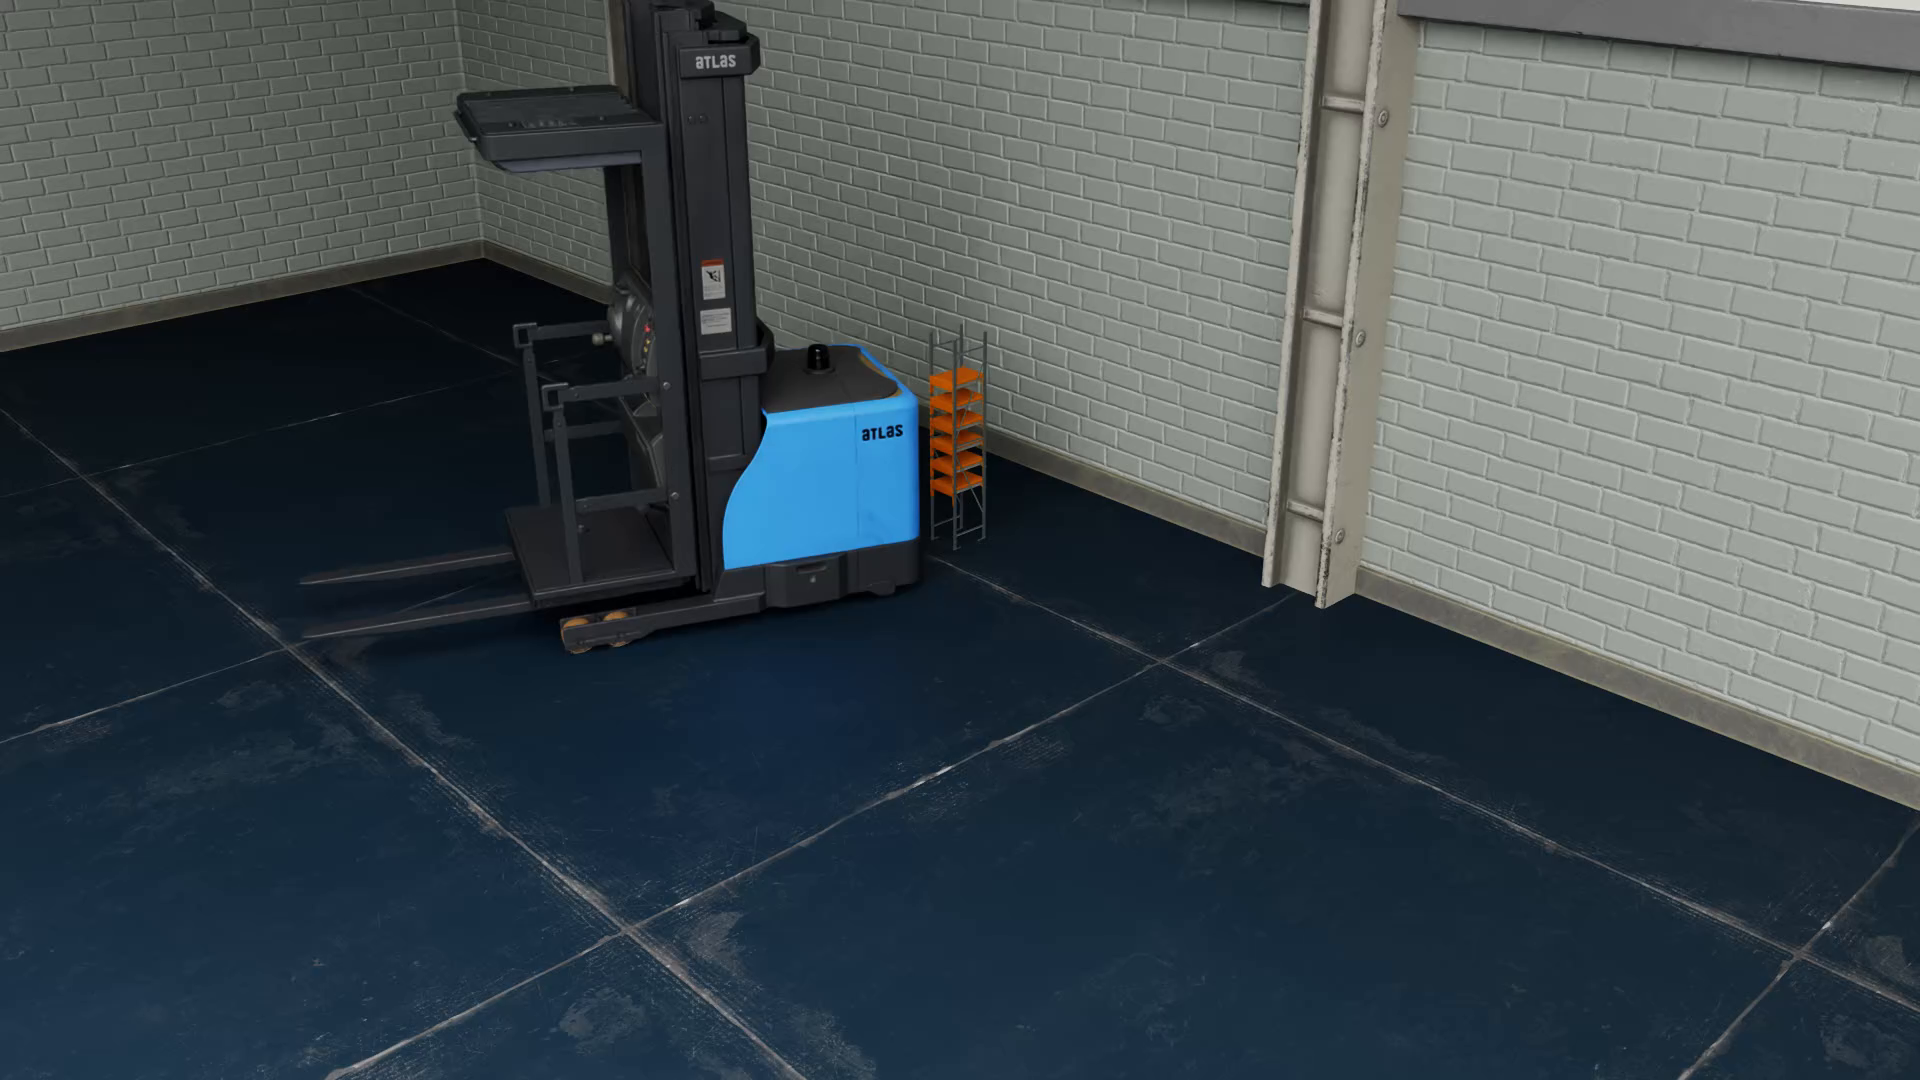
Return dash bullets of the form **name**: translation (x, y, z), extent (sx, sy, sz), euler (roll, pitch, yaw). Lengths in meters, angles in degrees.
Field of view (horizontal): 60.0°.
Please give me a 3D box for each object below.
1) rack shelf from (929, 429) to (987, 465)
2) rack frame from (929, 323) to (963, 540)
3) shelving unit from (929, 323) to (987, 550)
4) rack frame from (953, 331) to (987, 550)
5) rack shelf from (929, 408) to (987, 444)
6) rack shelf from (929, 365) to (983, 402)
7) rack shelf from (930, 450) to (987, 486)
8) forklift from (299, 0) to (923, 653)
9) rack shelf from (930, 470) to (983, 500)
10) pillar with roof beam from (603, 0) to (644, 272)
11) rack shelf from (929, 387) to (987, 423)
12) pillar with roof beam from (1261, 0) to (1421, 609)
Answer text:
- **rack shelf**: translation (-0.010, -0.510, 9.029), extent (0.258, 0.103, 0.180), euler (-21, 32, -38)
- **rack frame**: translation (-0.072, -0.578, 9.071), extent (0.240, 1.200, 0.006), euler (-21, 32, -38)
- **shelving unit**: translation (-0.010, -0.550, 9.011), extent (0.258, 1.200, 0.189), euler (-21, 32, -38)
- **rack frame**: translation (0.053, -0.523, 8.950), extent (0.240, 1.200, 0.006), euler (-21, 32, -38)
- **rack shelf**: translation (-0.010, -0.619, 8.979), extent (0.258, 0.103, 0.180), euler (-21, 32, -38)
- **rack shelf**: translation (-0.010, -0.837, 8.880), extent (0.258, 0.103, 0.180), euler (-21, 32, -38)
- **rack shelf**: translation (-0.010, -0.401, 9.079), extent (0.258, 0.103, 0.180), euler (-21, 32, -38)
- **forklift**: translation (-1.763, -1.034, 7.984), extent (3.031, 2.935, 1.130), euler (-9, 26, -19)
- **rack shelf**: translation (-0.010, -0.291, 9.129), extent (0.258, 0.103, 0.180), euler (-21, 32, -38)
- **pillar with roof beam**: translation (-5.415, -4.442, 8.145), extent (9.100, 9.000, 0.400), euler (-21, 32, -38)
- **rack shelf**: translation (-0.010, -0.728, 8.929), extent (0.258, 0.103, 0.180), euler (-21, 32, -38)
- **pillar with roof beam**: translation (-1.314, -2.624, 4.161), extent (9.100, 9.000, 0.400), euler (-21, 32, -38)
